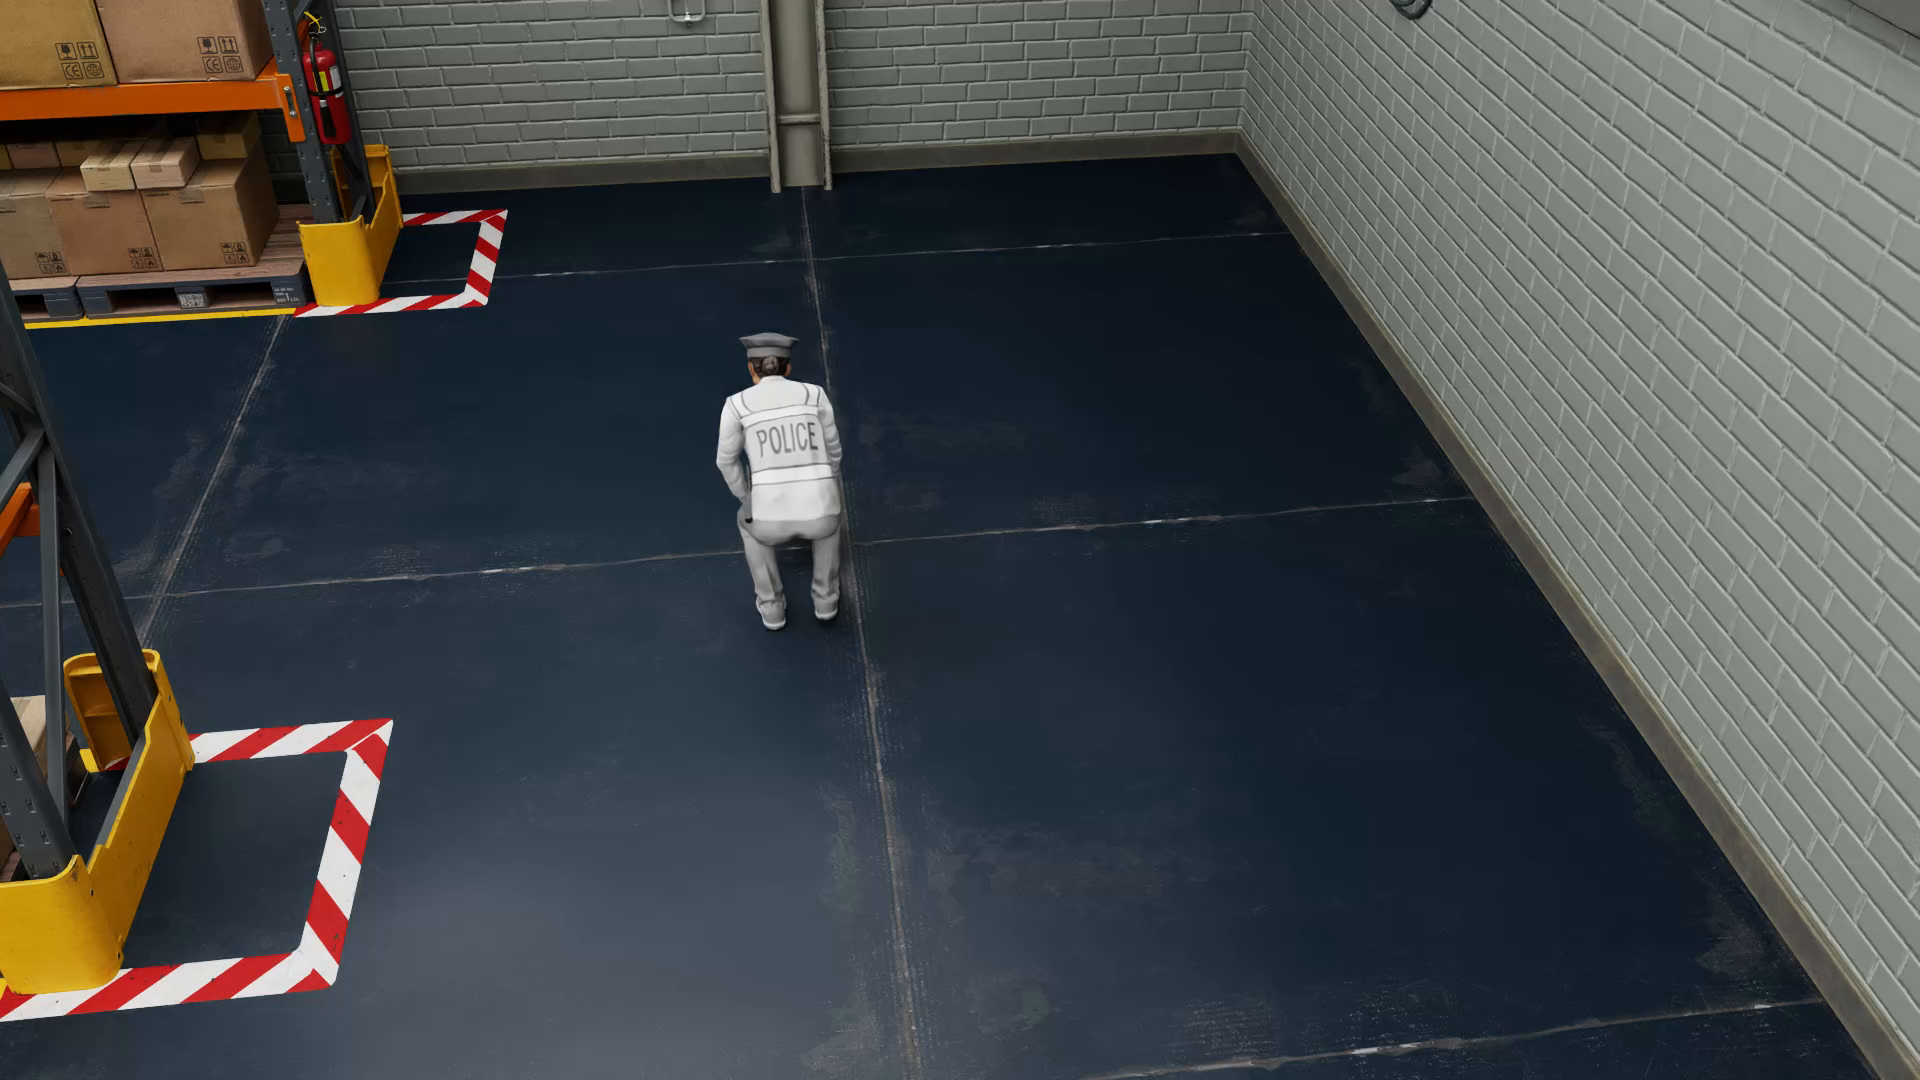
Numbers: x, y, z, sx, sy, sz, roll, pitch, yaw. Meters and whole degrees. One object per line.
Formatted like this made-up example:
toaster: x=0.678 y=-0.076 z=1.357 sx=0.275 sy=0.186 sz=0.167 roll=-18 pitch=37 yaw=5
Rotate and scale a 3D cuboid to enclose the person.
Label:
person: x=-0.738 y=-0.227 z=6.889 sx=0.524 sy=1.188 sz=0.789 roll=-4 pitch=35 yaw=-6
